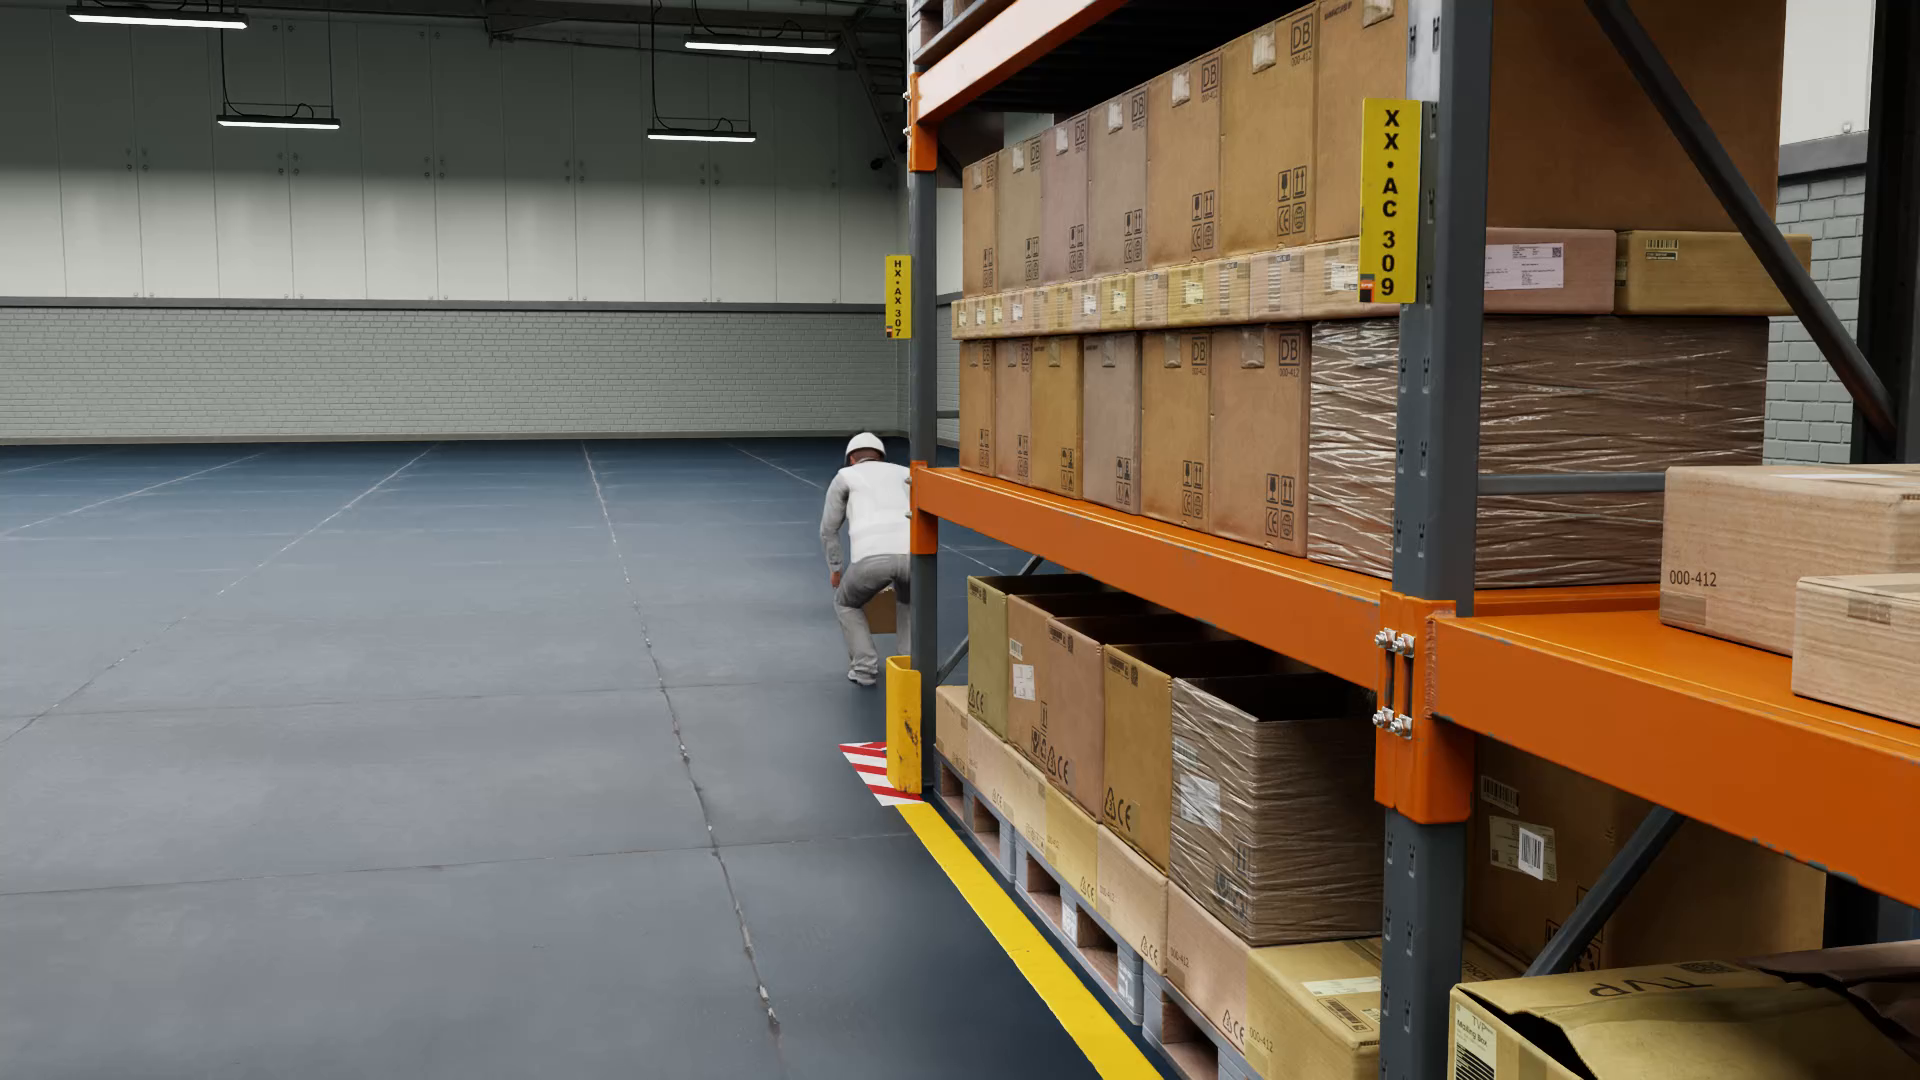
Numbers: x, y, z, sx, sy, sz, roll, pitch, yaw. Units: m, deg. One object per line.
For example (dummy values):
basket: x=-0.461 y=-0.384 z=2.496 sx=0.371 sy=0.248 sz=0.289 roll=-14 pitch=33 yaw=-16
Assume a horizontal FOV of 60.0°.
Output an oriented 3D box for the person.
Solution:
person: x=-0.454 y=0.095 z=9.023 sx=0.588 sy=1.333 sz=0.810 roll=-1 pitch=6 yaw=-14
